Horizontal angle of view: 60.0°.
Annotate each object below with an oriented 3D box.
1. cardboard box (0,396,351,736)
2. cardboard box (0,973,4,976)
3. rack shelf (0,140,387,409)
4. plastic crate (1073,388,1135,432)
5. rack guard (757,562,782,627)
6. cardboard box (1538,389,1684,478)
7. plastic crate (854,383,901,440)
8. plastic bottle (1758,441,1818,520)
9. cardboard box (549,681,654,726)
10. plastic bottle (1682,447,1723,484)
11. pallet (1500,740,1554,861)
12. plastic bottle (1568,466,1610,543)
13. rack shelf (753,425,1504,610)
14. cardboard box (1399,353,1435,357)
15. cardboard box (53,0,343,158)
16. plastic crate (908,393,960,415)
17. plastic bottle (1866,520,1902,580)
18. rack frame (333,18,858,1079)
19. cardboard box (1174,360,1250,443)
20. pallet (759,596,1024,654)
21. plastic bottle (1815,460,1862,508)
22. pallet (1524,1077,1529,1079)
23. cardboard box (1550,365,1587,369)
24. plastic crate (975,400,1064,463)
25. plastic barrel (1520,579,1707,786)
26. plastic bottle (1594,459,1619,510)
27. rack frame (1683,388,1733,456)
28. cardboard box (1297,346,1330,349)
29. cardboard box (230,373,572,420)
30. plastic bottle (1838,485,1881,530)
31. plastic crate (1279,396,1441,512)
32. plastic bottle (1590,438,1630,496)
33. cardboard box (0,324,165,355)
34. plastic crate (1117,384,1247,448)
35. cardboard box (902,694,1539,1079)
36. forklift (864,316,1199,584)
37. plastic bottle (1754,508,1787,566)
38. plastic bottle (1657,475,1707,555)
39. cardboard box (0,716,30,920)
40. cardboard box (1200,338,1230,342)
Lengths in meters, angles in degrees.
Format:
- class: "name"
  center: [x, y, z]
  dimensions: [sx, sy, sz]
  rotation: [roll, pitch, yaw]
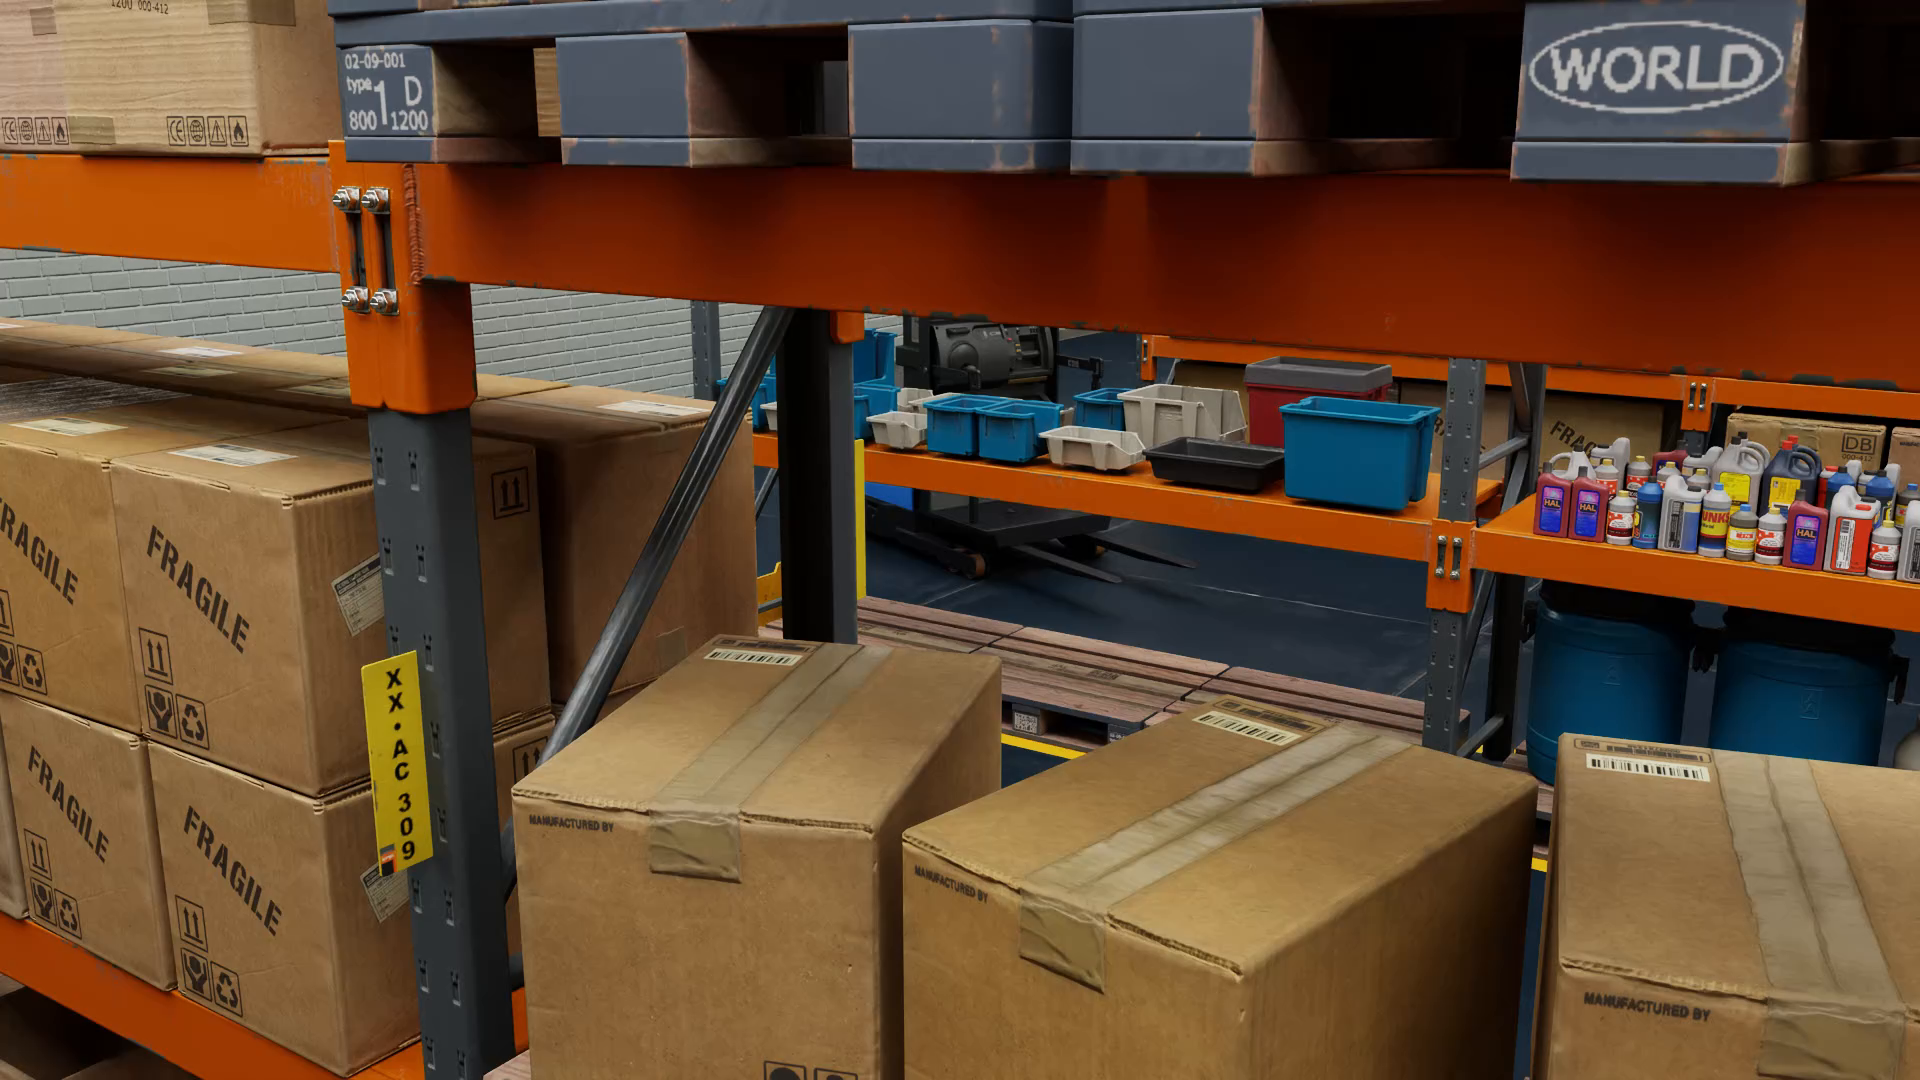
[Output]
- class: "cardboard box"
  center: [-1.518, 0.022, 3.202]
  dimensions: [0.500, 0.500, 0.500]
  rotation: [9, 16, 32]
- class: "cardboard box"
  center: [-2.972, 1.362, 5.060]
  dimensions: [0.250, 0.166, 0.380]
  rotation: [9, 17, 33]
- class: "rack shelf"
  center: [-2.187, -0.735, 3.803]
  dimensions: [4.000, 0.370, 1.077]
  rotation: [9, 17, 33]
- class: "plastic crate"
  center: [0.768, -0.607, 8.255]
  dimensions: [0.300, 0.233, 0.416]
  rotation: [9, 17, 33]
- class: "rack guard"
  center: [-1.106, 0.330, 9.451]
  dimensions: [0.348, 0.500, 1.175]
  rotation: [9, 17, 33]
- class: "cardboard box"
  center: [4.501, -0.611, 11.598]
  dimensions: [0.875, 0.875, 0.875]
  rotation: [9, 17, 33]
- class: "plastic crate"
  center: [-0.512, -0.644, 8.406]
  dimensions: [0.300, 0.233, 0.416]
  rotation: [9, 17, 33]
- class: "plastic bottle"
  center: [3.258, -0.211, 6.537]
  dimensions: [0.185, 0.351, 0.144]
  rotation: [9, 17, 33]
- class: "cardboard box"
  center: [-0.799, 0.469, 3.477]
  dimensions: [0.500, 0.500, 0.500]
  rotation: [10, 17, 34]
- class: "plastic bottle"
  center: [3.050, -0.249, 6.845]
  dimensions: [0.135, 0.276, 0.152]
  rotation: [9, 17, 33]
- class: "pallet"
  center: [2.857, 1.119, 6.865]
  dimensions: [1.213, 0.211, 1.003]
  rotation: [9, 17, 33]
- class: "plastic bottle"
  center: [2.417, -0.138, 6.381]
  dimensions: [0.133, 0.283, 0.061]
  rotation: [9, 17, 33]
- class: "rack shelf"
  center: [0.580, -0.266, 8.151]
  dimensions: [4.000, 0.370, 1.077]
  rotation: [9, 17, 33]
- class: "cardboard box"
  center: [3.291, -1.395, 11.737]
  dimensions: [0.250, 0.149, 0.380]
  rotation: [10, 17, 34]
- class: "cardboard box"
  center: [-1.080, -0.755, 2.700]
  dimensions: [0.500, 0.250, 0.500]
  rotation: [9, 17, 33]
- class: "plastic crate"
  center: [-0.069, -0.669, 8.708]
  dimensions: [0.243, 0.136, 0.396]
  rotation: [9, 17, 33]
- class: "plastic bottle"
  center: [3.261, 0.033, 5.861]
  dimensions: [0.097, 0.201, 0.097]
  rotation: [0, 14, 0]
- class: "rack frame"
  center: [-0.528, 0.640, 2.994]
  dimensions: [0.127, 3.000, 1.000]
  rotation: [9, 17, 33]
- class: "cardboard box"
  center: [2.261, -0.973, 13.060]
  dimensions: [0.875, 0.875, 0.875]
  rotation: [9, 17, 33]
- class: "pallet"
  center: [-0.417, 0.589, 9.005]
  dimensions: [1.213, 0.211, 1.003]
  rotation: [9, 17, 33]
- class: "plastic bottle"
  center: [3.469, -0.181, 6.572]
  dimensions: [0.135, 0.276, 0.152]
  rotation: [9, 17, 33]
- class: "pallet"
  center: [1.175, 1.010, 1.900]
  dimensions: [1.213, 0.211, 1.003]
  rotation: [9, 17, 33]
- class: "cardboard box"
  center: [4.142, -1.257, 11.181]
  dimensions: [0.250, 0.149, 0.380]
  rotation: [9, 16, 32]
- class: "plastic crate"
  center: [0.283, -0.515, 7.887]
  dimensions: [0.300, 0.233, 0.416]
  rotation: [9, 17, 33]
- class: "plastic barrel"
  center: [2.682, 0.544, 6.875]
  dimensions: [0.708, 0.901, 0.600]
  rotation: [9, 17, 33]
- class: "plastic bottle"
  center: [2.693, -0.235, 6.942]
  dimensions: [0.097, 0.201, 0.097]
  rotation: [0, 14, 0]
- class: "rack frame"
  center: [5.004, -1.334, 10.971]
  dimensions: [0.127, 3.000, 1.000]
  rotation: [9, 17, 33]
- class: "cardboard box"
  center: [2.649, -1.498, 12.155]
  dimensions: [0.250, 0.149, 0.380]
  rotation: [9, 16, 32]
- class: "cardboard box"
  center: [-1.190, -0.082, 3.623]
  dimensions: [0.500, 0.500, 0.500]
  rotation: [9, 16, 31]
- class: "plastic bottle"
  center: [3.264, -0.055, 6.060]
  dimensions: [0.135, 0.276, 0.152]
  rotation: [9, 17, 33]
- class: "plastic crate"
  center: [1.662, -0.363, 6.954]
  dimensions: [0.575, 0.384, 0.392]
  rotation: [9, 17, 33]
- class: "plastic bottle"
  center: [2.747, -0.298, 7.043]
  dimensions: [0.135, 0.276, 0.152]
  rotation: [9, 17, 33]
- class: "cardboard box"
  center: [-2.472, -0.289, 4.459]
  dimensions: [0.500, 0.500, 0.500]
  rotation: [10, 17, 34]
- class: "plastic crate"
  center: [1.076, -0.560, 7.964]
  dimensions: [0.530, 0.282, 0.437]
  rotation: [9, 17, 33]
- class: "cardboard box"
  center: [0.346, 0.576, 2.173]
  dimensions: [0.500, 0.500, 0.700]
  rotation: [13, 19, 42]
- class: "forklift"
  center: [0.349, -1.299, 10.971]
  dimensions: [1.130, 2.935, 3.031]
  rotation: [-9, 17, -33]
- class: "plastic bottle"
  center: [2.957, -0.016, 6.059]
  dimensions: [0.097, 0.201, 0.097]
  rotation: [0, 14, 0]
- class: "plastic bottle"
  center: [2.715, -0.099, 6.240]
  dimensions: [0.135, 0.276, 0.152]
  rotation: [9, 17, 33]
- class: "cardboard box"
  center: [-1.942, 0.439, 3.600]
  dimensions: [0.500, 0.500, 0.500]
  rotation: [10, 17, 34]
- class: "cardboard box"
  center: [2.009, -1.601, 12.572]
  dimensions: [0.250, 0.149, 0.380]
  rotation: [9, 16, 32]
